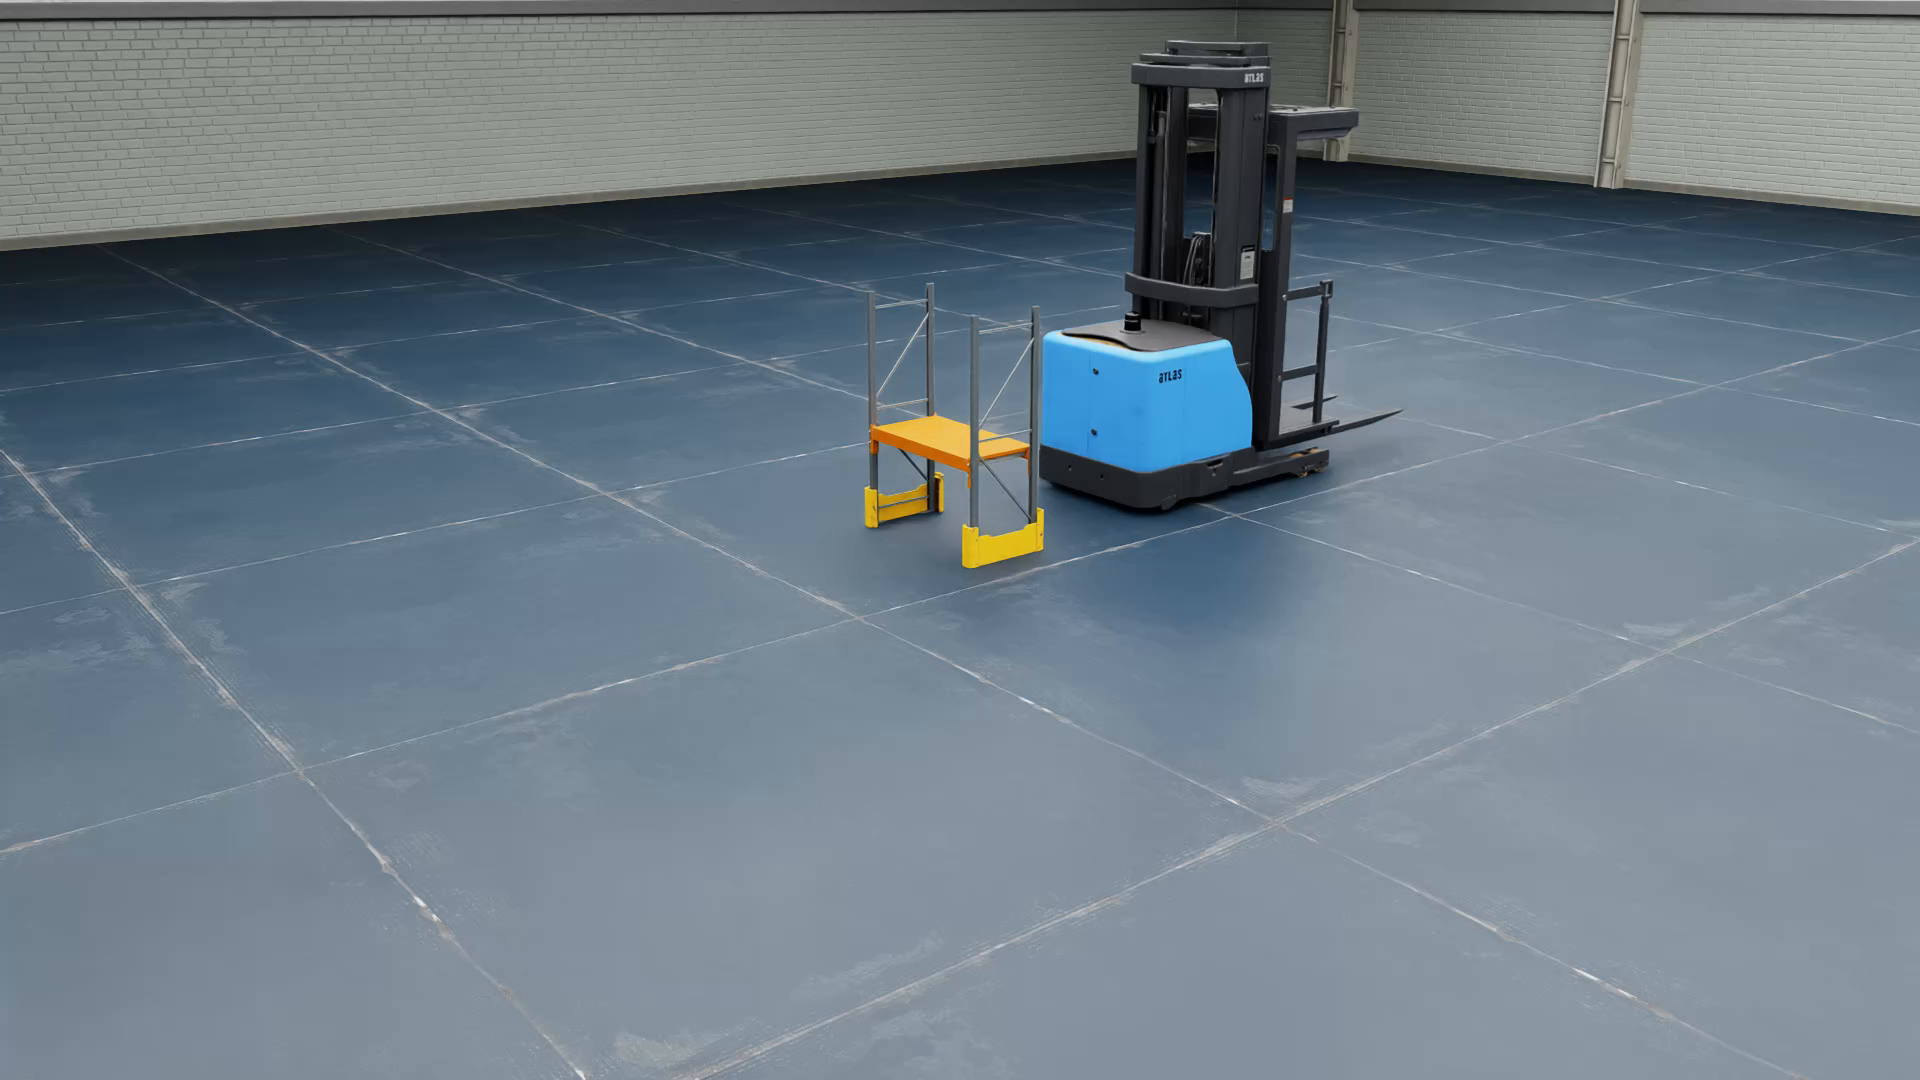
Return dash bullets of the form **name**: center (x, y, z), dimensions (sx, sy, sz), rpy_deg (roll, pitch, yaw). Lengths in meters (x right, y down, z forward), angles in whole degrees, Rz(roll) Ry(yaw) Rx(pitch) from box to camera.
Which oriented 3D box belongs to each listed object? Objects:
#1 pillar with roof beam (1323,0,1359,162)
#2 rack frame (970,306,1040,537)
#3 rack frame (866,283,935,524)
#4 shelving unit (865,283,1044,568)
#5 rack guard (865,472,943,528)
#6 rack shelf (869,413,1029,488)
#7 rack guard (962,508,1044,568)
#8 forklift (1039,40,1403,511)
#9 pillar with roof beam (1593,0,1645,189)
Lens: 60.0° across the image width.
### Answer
- **pillar with roof beam**: center (4.149, -11.031, 29.360), dimensions (9.100, 9.000, 0.400), rpy_deg (-14, 23, -36)
- **rack frame**: center (0.263, -0.608, 9.812), dimensions (0.500, 1.500, 0.032), rpy_deg (-14, 23, -36)
- **rack frame**: center (-0.369, -0.858, 10.569), dimensions (0.500, 1.500, 0.032), rpy_deg (-14, 23, -36)
- **shelving unit**: center (-0.047, -0.731, 10.183), dimensions (0.587, 1.500, 1.083), rpy_deg (-14, 23, -36)
- **rack guard**: center (-0.357, -0.260, 10.751), dimensions (0.587, 0.250, 0.087), rpy_deg (-14, 23, -36)
- **rack shelf**: center (-0.053, -0.562, 10.247), dimensions (0.538, 0.185, 1.000), rpy_deg (-14, 23, -36)
- **rack guard**: center (0.262, -0.015, 10.009), dimensions (0.587, 0.250, 0.087), rpy_deg (-14, 23, -36)
- **forklift**: center (1.996, -1.946, 11.576), dimensions (3.031, 2.935, 1.130), rpy_deg (-15, 23, -38)
- **pillar with roof beam**: center (7.875, -9.552, 24.895), dimensions (9.100, 9.000, 0.400), rpy_deg (-14, 23, -36)
